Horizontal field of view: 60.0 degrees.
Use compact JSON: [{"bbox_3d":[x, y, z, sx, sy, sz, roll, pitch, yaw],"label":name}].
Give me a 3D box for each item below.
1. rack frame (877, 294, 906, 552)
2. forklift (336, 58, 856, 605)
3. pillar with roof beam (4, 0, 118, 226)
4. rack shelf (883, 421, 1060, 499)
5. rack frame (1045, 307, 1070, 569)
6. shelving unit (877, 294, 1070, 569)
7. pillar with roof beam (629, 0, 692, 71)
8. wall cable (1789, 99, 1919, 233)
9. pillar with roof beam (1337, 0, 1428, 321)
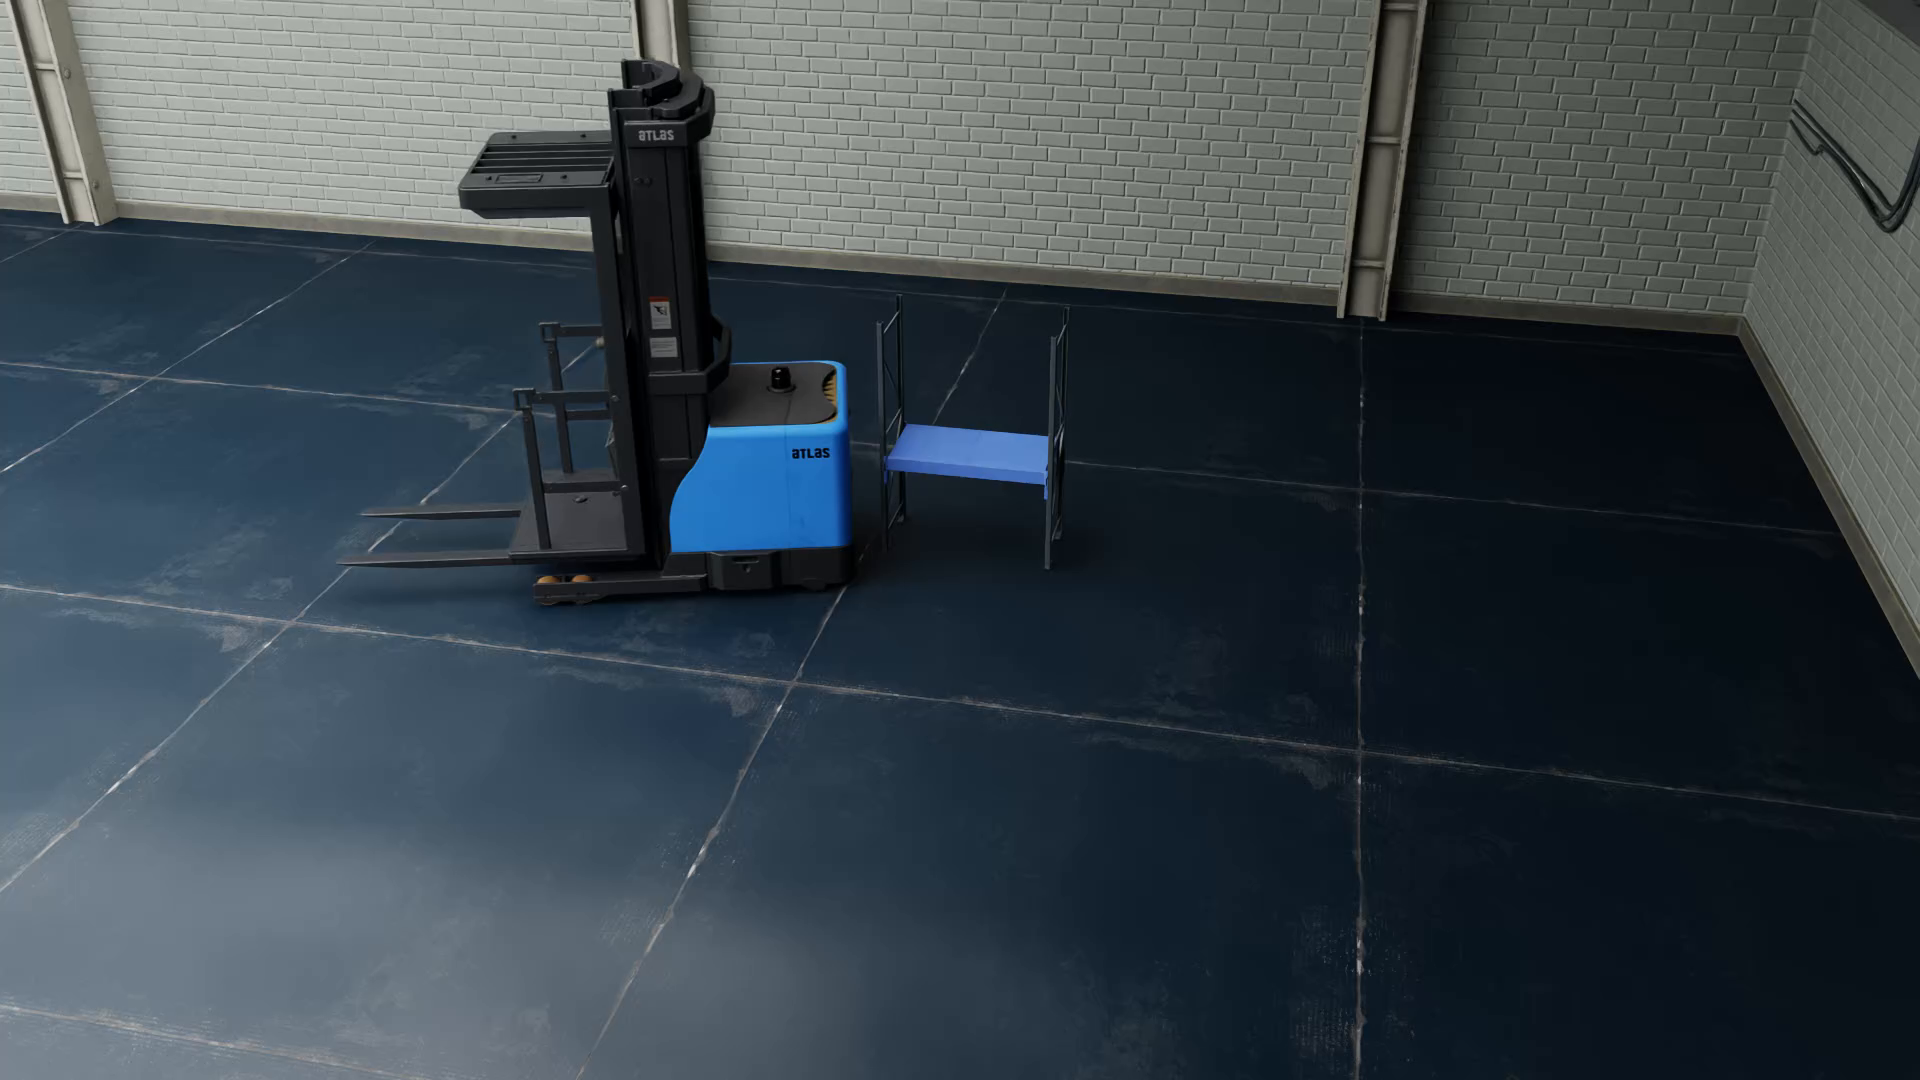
[{"bbox_3d":[-0.414,-0.700,10.129,0.032,1.500,0.500,6,29,11],"label":"rack frame"},{"bbox_3d":[-2.159,-1.169,9.495,3.031,2.935,1.130,-2,29,-4],"label":"forklift"},{"bbox_3d":[-9.285,-5.022,10.214,0.400,9.000,9.100,6,29,11],"label":"pillar with roof beam"},{"bbox_3d":[0.083,-0.492,10.123,1.000,0.185,0.538,6,29,11],"label":"rack shelf"},{"bbox_3d":[0.581,-0.598,9.943,0.032,1.500,0.500,6,29,11],"label":"rack frame"},{"bbox_3d":[0.083,-0.649,10.036,1.048,1.500,0.538,6,29,11],"label":"shelving unit"},{"bbox_3d":[-3.418,-4.420,9.115,0.400,9.000,9.100,6,29,11],"label":"pillar with roof beam"},{"bbox_3d":[5.954,-3.562,10.781,0.112,2.526,3.097,6,29,11],"label":"wall cable"},{"bbox_3d":[2.450,-3.819,8.016,0.400,9.000,9.100,6,29,11],"label":"pillar with roof beam"}]
